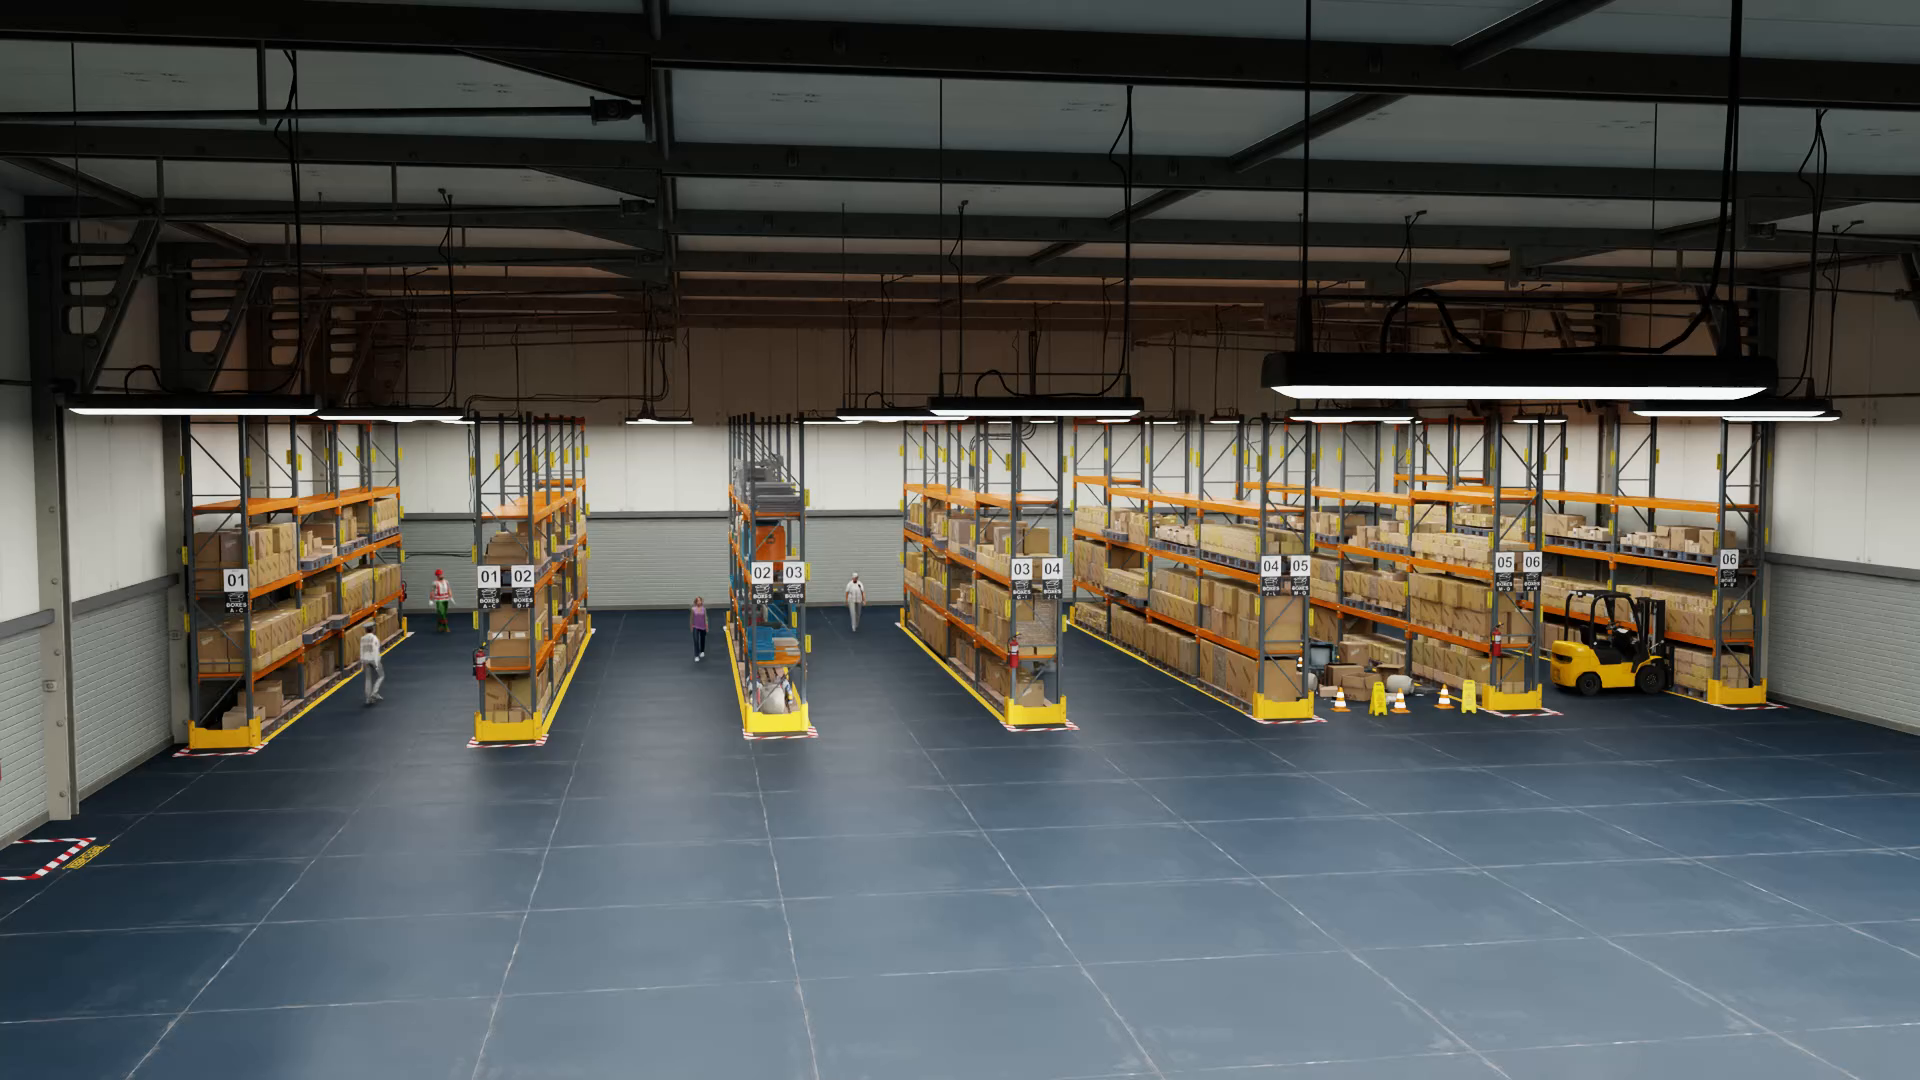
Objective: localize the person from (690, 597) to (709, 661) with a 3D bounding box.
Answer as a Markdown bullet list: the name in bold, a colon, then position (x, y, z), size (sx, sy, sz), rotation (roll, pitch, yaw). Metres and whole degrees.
- **person**: position (-6.396, 2.157, 40.764), size (0.456, 1.538, 0.972), rotation (-1, 4, -10)

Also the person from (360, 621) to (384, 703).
- **person**: position (-12.209, 2.534, 34.465), size (0.518, 1.672, 0.457), rotation (0, 4, 5)

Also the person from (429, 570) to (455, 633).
- **person**: position (-14.353, 1.682, 46.197), size (0.973, 1.731, 0.646), rotation (3, 5, 42)

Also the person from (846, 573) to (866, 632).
- **person**: position (-2.937, 1.727, 46.741), size (0.520, 1.605, 1.034), rotation (-1, 4, -13)

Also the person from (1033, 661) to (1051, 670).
- **person**: position (1.828, 2.180, 39.090), size (0.626, 1.777, 0.587), rotation (0, 4, -4)
